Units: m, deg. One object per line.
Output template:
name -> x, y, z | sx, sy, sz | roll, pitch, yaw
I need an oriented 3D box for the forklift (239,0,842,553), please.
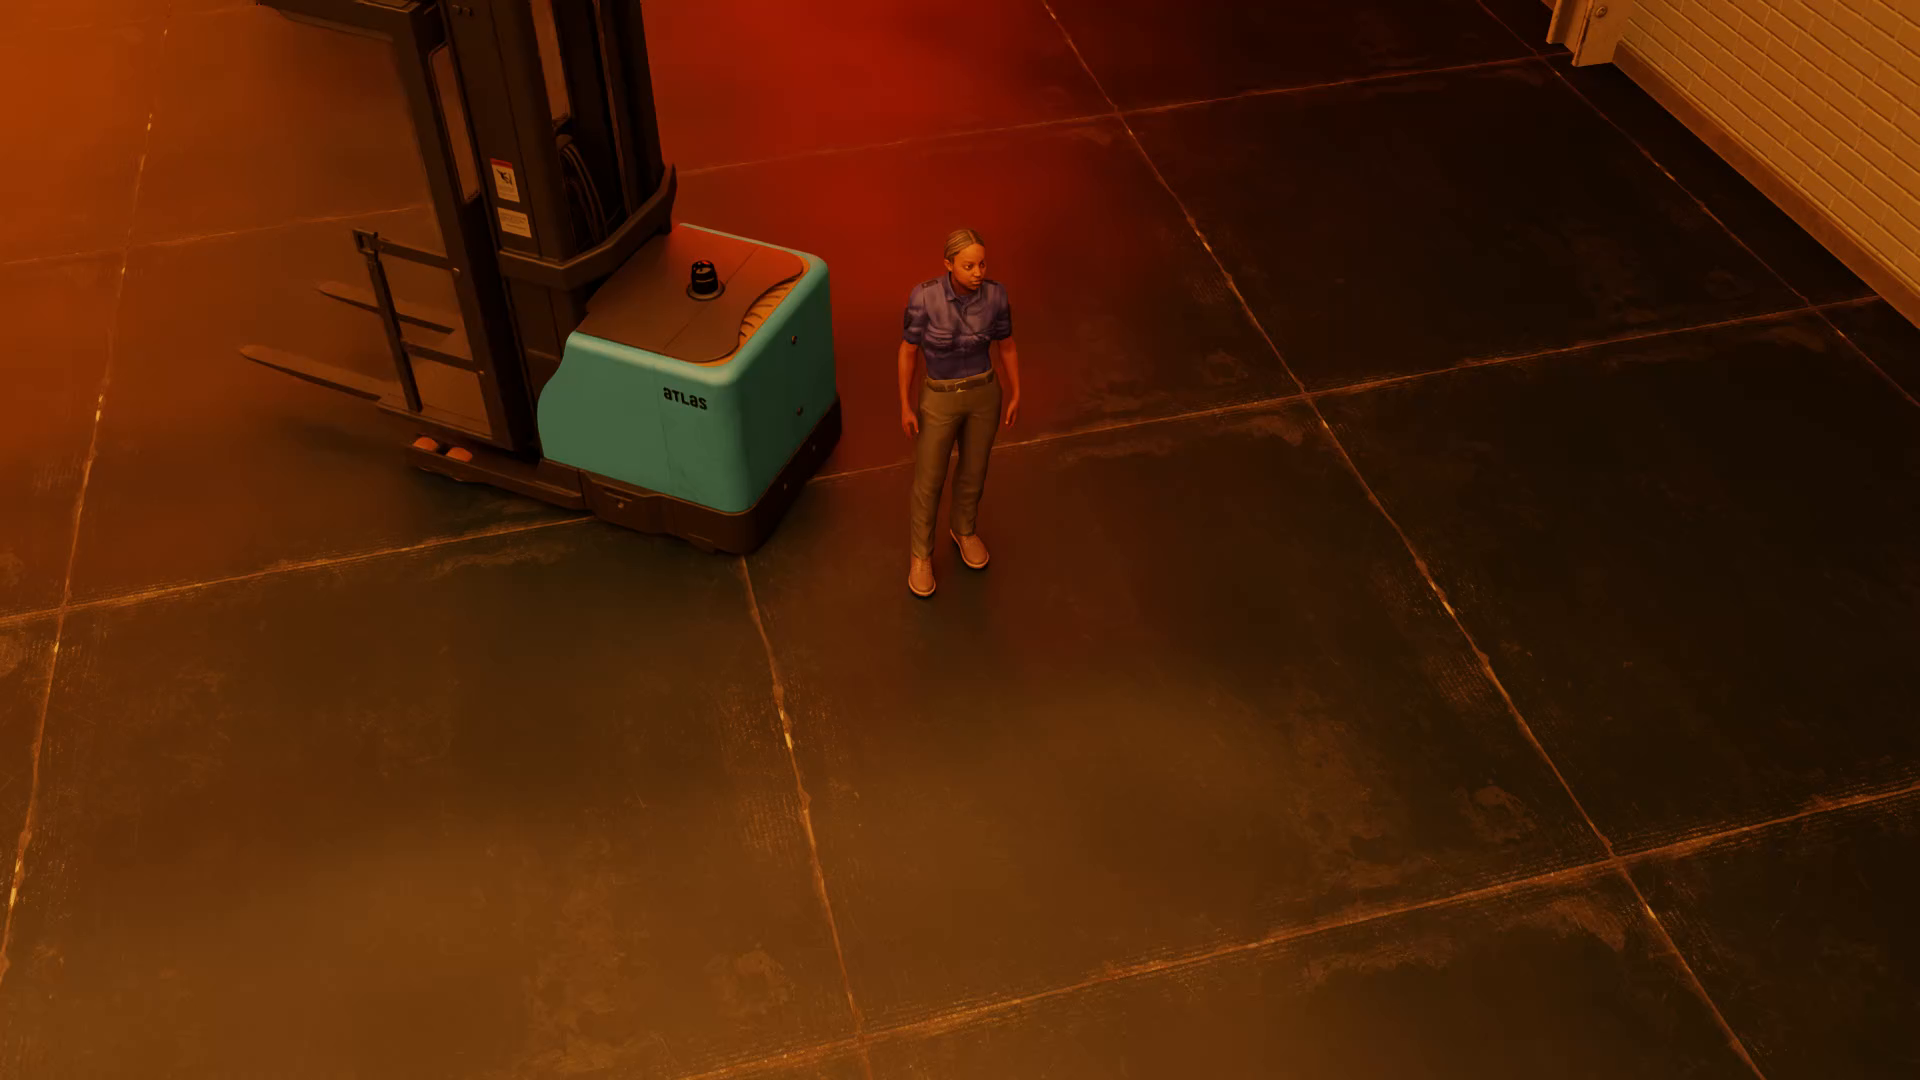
forklift -> -2.150, -1.666, 7.408 | 3.031, 2.935, 1.130 | 16, 46, 16

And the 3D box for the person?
person -> 0.003, -0.545, 7.140 | 0.569, 1.655, 0.504 | -10, 44, -11
